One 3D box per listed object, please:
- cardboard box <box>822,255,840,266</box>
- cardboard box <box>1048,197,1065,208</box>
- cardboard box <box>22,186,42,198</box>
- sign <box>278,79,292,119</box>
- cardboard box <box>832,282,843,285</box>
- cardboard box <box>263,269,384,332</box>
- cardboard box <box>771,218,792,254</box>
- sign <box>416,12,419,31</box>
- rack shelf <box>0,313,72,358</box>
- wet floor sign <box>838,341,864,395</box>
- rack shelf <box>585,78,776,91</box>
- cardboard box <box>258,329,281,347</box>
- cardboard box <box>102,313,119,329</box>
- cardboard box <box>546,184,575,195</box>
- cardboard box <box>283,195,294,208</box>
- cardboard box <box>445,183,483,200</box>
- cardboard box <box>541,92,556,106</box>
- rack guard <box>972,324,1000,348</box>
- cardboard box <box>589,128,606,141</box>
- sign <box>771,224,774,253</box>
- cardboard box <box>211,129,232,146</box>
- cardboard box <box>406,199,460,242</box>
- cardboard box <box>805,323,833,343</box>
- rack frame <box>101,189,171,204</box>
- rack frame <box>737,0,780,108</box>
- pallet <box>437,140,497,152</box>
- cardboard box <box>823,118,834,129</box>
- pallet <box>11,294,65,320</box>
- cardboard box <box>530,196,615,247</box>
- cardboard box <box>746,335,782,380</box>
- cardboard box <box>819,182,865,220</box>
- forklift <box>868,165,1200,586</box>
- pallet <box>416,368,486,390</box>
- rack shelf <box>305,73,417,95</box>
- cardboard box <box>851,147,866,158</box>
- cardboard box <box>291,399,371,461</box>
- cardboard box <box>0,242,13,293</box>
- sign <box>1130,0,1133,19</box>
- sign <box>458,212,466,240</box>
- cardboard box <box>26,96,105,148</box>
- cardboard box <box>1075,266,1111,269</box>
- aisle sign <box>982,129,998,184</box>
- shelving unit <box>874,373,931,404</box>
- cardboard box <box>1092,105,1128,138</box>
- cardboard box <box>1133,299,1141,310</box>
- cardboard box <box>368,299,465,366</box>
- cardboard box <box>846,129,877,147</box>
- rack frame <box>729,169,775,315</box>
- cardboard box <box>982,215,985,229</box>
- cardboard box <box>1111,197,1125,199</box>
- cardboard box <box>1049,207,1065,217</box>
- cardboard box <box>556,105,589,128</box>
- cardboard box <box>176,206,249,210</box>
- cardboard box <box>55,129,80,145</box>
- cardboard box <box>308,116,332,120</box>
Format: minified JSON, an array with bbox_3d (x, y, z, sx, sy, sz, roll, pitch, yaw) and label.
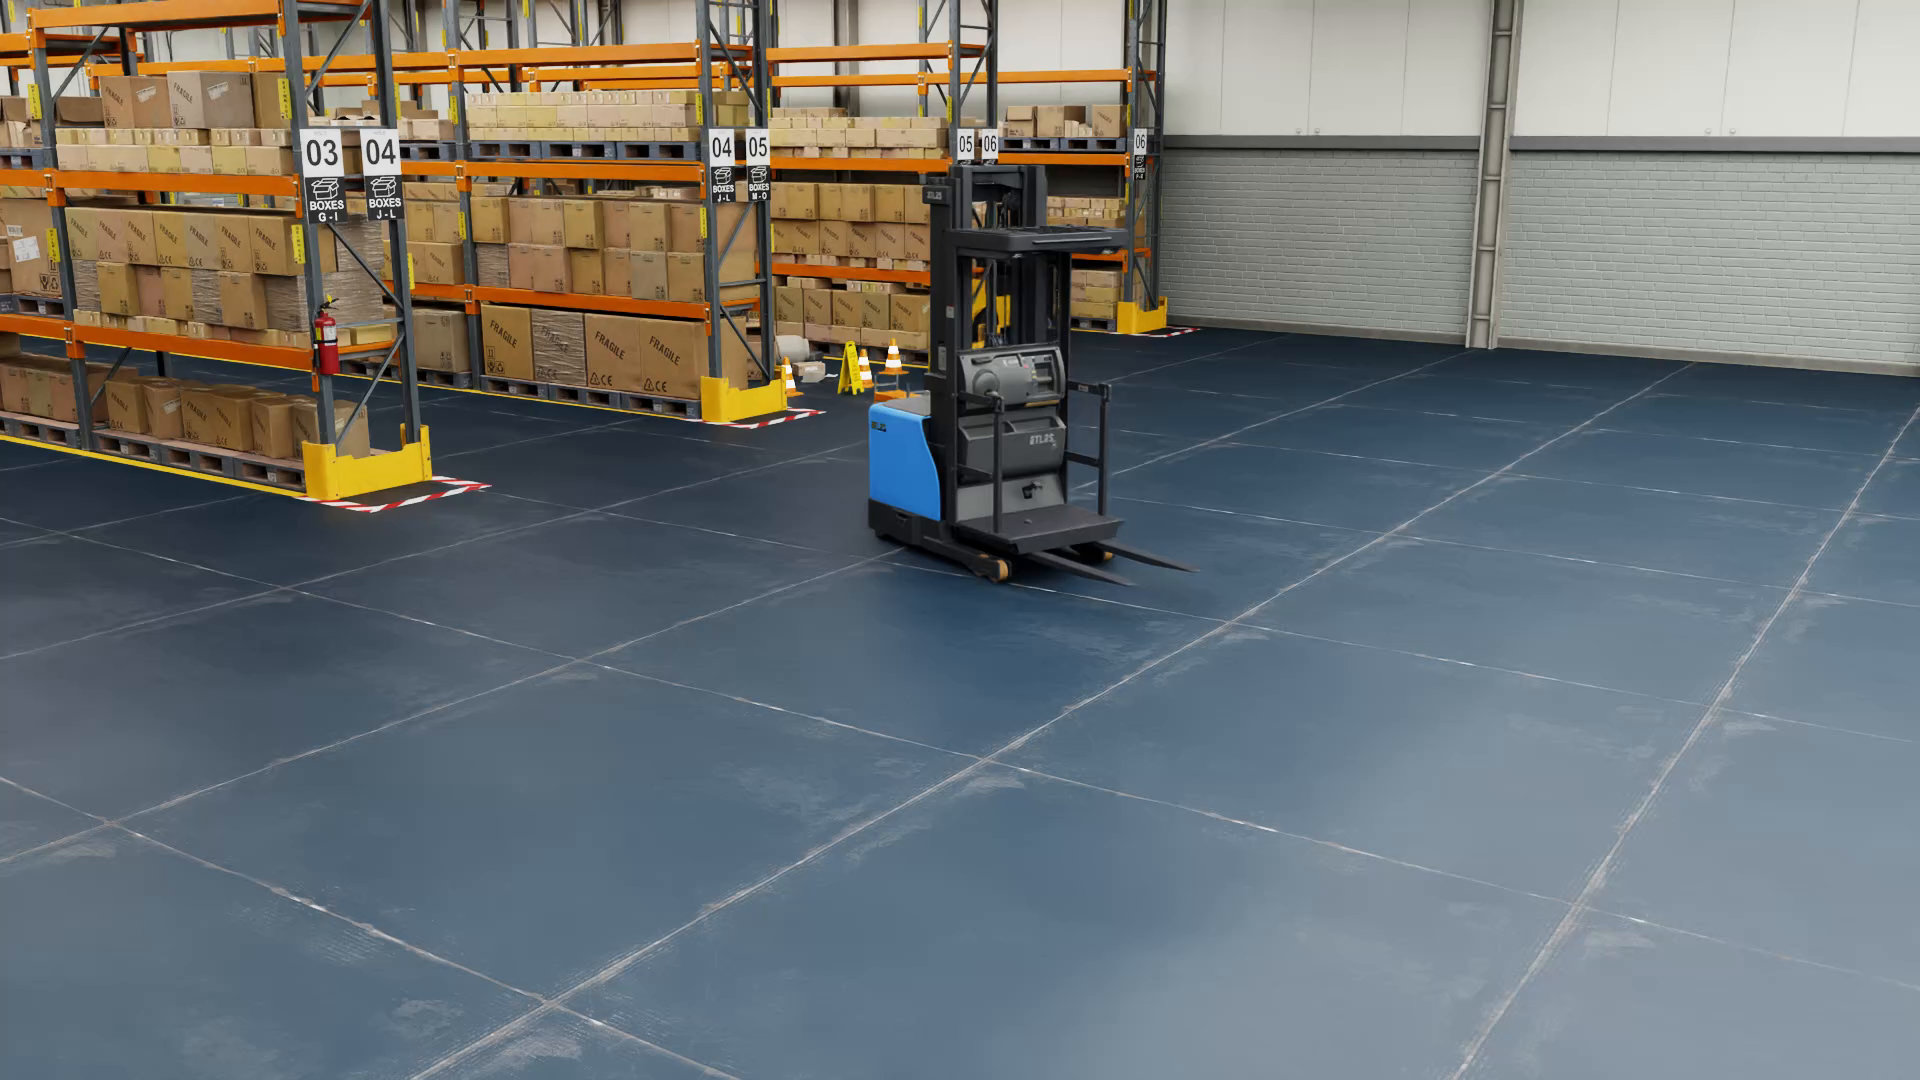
[{"bbox_3d":[-1.769,-4.011,23.805,0.250,0.149,0.380,9,17,33],"label":"cardboard box"},{"bbox_3d":[1.641,-5.526,27.225,0.250,0.149,0.380,10,17,34],"label":"cardboard box"},{"bbox_3d":[-14.278,-5.406,26.012,0.500,0.500,0.500,9,16,31],"label":"cardboard box"},{"bbox_3d":[-5.671,-3.706,13.966,0.005,0.325,0.100,9,17,33],"label":"sign"},{"bbox_3d":[-2.069,-3.580,24.830,0.500,0.500,0.500,10,17,34],"label":"cardboard box"},{"bbox_3d":[-5.786,-2.200,15.142,0.500,0.500,0.875,9,17,33],"label":"cardboard box"},{"bbox_3d":[-2.494,-4.456,24.255,0.500,0.500,0.500,9,17,33],"label":"cardboard box"},{"bbox_3d":[-9.478,-9.027,28.953,0.005,0.325,0.100,9,17,33],"label":"sign"},{"bbox_3d":[-10.323,-2.383,18.206,4.000,0.370,1.077,9,17,33],"label":"rack shelf"},{"bbox_3d":[-1.363,-2.152,20.672,0.232,0.644,0.267,6,15,23],"label":"wet floor sign"},{"bbox_3d":[-5.344,-8.604,31.683,4.000,0.370,1.077,9,17,33],"label":"rack shelf"},{"bbox_3d":[-6.139,-1.860,15.118,0.250,0.149,0.380,9,17,33],"label":"cardboard box"},{"bbox_3d":[-8.230,-2.190,16.449,0.250,0.149,0.380,9,17,33],"label":"cardboard box"},{"bbox_3d":[-6.725,-5.626,27.517,0.500,0.500,0.500,9,16,31],"label":"cardboard box"},{"bbox_3d":[-11.987,-6.327,30.351,0.500,0.500,0.500,9,17,32],"label":"cardboard box"},{"bbox_3d":[-8.281,-5.732,27.948,0.500,0.500,0.500,9,16,32],"label":"cardboard box"},{"bbox_3d":[-4.642,-5.126,19.329,0.250,0.149,0.380,9,17,33],"label":"cardboard box"},{"bbox_3d":[0.123,-2.701,23.193,0.348,0.500,1.175,9,17,33],"label":"rack guard"},{"bbox_3d":[-4.011,-4.637,19.013,0.250,0.149,0.380,9,17,33],"label":"cardboard box"},{"bbox_3d":[-2.178,-3.472,19.140,0.005,0.325,0.100,9,17,33],"label":"sign"},{"bbox_3d":[-6.409,-3.582,14.790,0.250,0.149,0.380,9,17,33],"label":"cardboard box"},{"bbox_3d":[-6.655,-4.108,21.386,0.500,0.500,0.700,9,16,32],"label":"cardboard box"},{"bbox_3d":[-1.903,-3.037,24.196,0.500,0.250,0.500,9,16,32],"label":"cardboard box"},{"bbox_3d":[-12.450,-4.513,25.311,0.127,3.000,1.000,9,17,33],"label":"rack frame"},{"bbox_3d":[-3.685,-8.879,30.465,0.127,3.000,1.000,9,17,33],"label":"rack frame"},{"bbox_3d":[-7.945,-6.566,27.757,1.213,0.211,1.003,10,17,35],"label":"pallet"},{"bbox_3d":[-1.717,-5.862,23.383,0.250,0.149,0.380,10,17,34],"label":"cardboard box"},{"bbox_3d":[-9.217,-2.503,17.591,1.213,0.211,1.003,9,17,33],"label":"pallet"},{"bbox_3d":[-4.632,-3.830,19.994,0.550,0.550,0.875,9,17,33],"label":"cardboard box"},{"bbox_3d":[-2.684,-2.423,22.064,0.637,0.503,0.797,-1,14,-6],"label":"cardboard box"},{"bbox_3d":[-1.592,-4.819,23.640,0.500,0.500,0.700,9,17,32],"label":"cardboard box"},{"bbox_3d":[0.520,-1.247,12.261,1.130,2.935,3.031,-10,17,-34],"label":"forklift"},{"bbox_3d":[-6.494,-2.175,21.669,1.213,0.211,1.003,9,17,33],"label":"pallet"},{"bbox_3d":[-11.430,-8.150,29.850,4.000,0.370,1.077,9,17,33],"label":"rack shelf"},{"bbox_3d":[-1.313,-5.407,23.205,0.250,0.149,0.380,9,16,31],"label":"cardboard box"},{"bbox_3d":[-5.853,-1.006,15.471,0.500,0.500,0.500,13,19,43],"label":"cardboard box"},{"bbox_3d":[-10.154,-2.932,17.838,0.637,0.503,0.797,11,18,38],"label":"cardboard box"},{"bbox_3d":[2.639,-8.192,25.580,0.005,0.325,0.100,9,17,33],"label":"sign"},{"bbox_3d":[-6.106,-3.854,20.405,0.005,0.325,0.100,9,17,33],"label":"sign"},{"bbox_3d":[-8.998,-4.257,16.947,0.637,0.503,0.797,8,16,30],"label":"cardboard box"},{"bbox_3d":[2.244,-4.417,27.692,0.500,0.250,0.500,9,17,33],"label":"cardboard box"},{"bbox_3d":[0.411,-5.219,22.755,0.004,0.787,0.394,9,17,33],"label":"aisle sign"},{"bbox_3d":[-0.476,-0.759,13.894,0.258,1.200,0.503,-10,17,-34],"label":"shelving unit"},{"bbox_3d":[2.450,-6.662,26.460,0.500,0.500,0.500,10,17,35],"label":"cardboard box"},{"bbox_3d":[2.655,-3.868,27.555,0.500,0.250,0.500,9,17,33],"label":"cardboard box"},{"bbox_3d":[-7.175,-2.747,21.986,0.750,0.750,1.050,9,17,33],"label":"cardboard box"},{"bbox_3d":[-1.238,-5.583,23.084,0.500,0.250,0.500,10,17,34],"label":"cardboard box"},{"bbox_3d":[-3.133,-4.440,25.018,0.127,3.000,1.000,9,17,33],"label":"rack frame"},{"bbox_3d":[0.719,-5.233,28.014,0.500,0.500,0.500,9,17,32],"label":"cardboard box"},{"bbox_3d":[2.608,-5.538,27.274,0.250,0.149,0.380,10,17,35],"label":"cardboard box"},{"bbox_3d":[1.652,-5.385,27.278,0.250,0.149,0.380,9,16,31],"label":"cardboard box"},{"bbox_3d":[-4.303,-4.896,19.227,0.500,0.250,0.500,9,17,33],"label":"cardboard box"},{"bbox_3d":[-7.307,-3.003,16.305,0.500,0.500,0.500,9,17,33],"label":"cardboard box"},{"bbox_3d":[-8.566,-3.936,16.222,0.250,0.149,0.380,9,16,31],"label":"cardboard box"},{"bbox_3d":[-8.653,-5.501,22.162,0.500,0.311,0.500,9,17,33],"label":"cardboard box"}]
